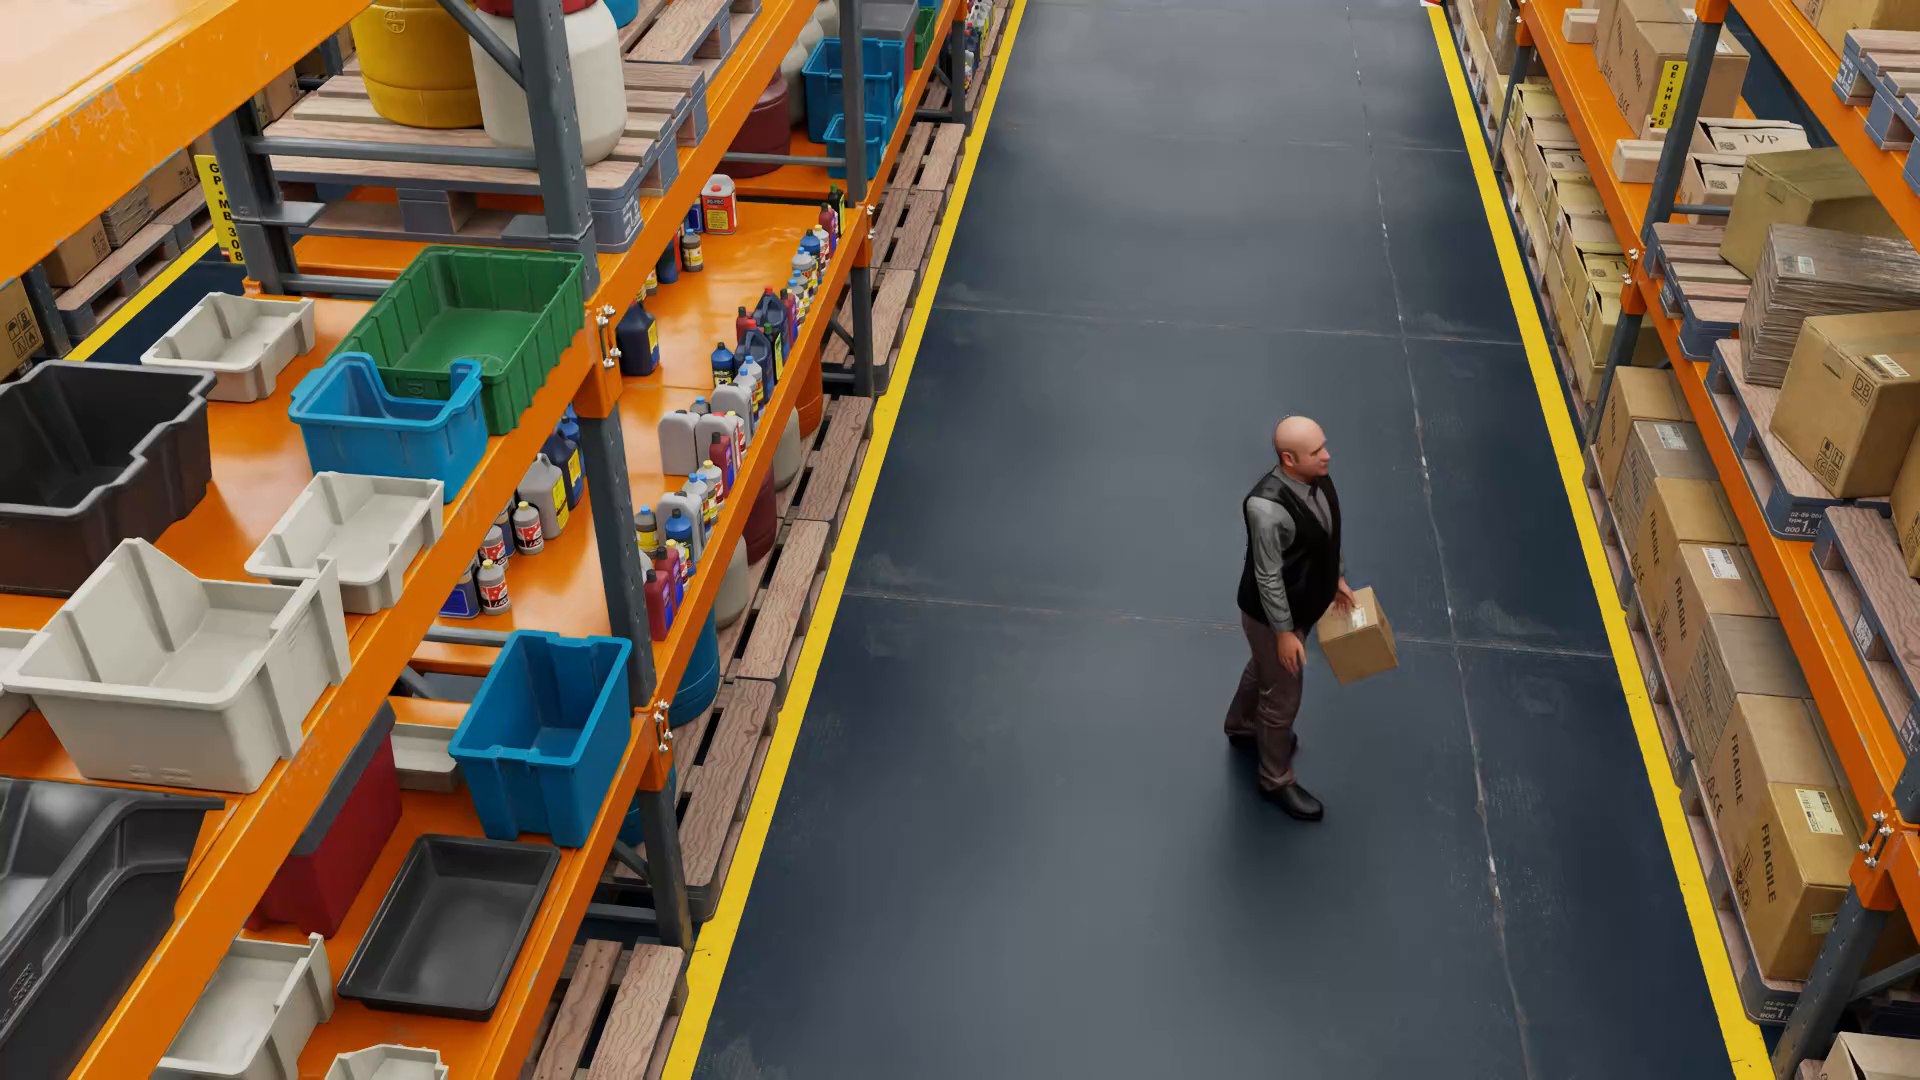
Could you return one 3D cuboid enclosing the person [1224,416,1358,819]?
[{"bbox_3d":[1.369,0.290,6.657,0.567,1.724,0.582,21,41,26],"label":"person"}]
